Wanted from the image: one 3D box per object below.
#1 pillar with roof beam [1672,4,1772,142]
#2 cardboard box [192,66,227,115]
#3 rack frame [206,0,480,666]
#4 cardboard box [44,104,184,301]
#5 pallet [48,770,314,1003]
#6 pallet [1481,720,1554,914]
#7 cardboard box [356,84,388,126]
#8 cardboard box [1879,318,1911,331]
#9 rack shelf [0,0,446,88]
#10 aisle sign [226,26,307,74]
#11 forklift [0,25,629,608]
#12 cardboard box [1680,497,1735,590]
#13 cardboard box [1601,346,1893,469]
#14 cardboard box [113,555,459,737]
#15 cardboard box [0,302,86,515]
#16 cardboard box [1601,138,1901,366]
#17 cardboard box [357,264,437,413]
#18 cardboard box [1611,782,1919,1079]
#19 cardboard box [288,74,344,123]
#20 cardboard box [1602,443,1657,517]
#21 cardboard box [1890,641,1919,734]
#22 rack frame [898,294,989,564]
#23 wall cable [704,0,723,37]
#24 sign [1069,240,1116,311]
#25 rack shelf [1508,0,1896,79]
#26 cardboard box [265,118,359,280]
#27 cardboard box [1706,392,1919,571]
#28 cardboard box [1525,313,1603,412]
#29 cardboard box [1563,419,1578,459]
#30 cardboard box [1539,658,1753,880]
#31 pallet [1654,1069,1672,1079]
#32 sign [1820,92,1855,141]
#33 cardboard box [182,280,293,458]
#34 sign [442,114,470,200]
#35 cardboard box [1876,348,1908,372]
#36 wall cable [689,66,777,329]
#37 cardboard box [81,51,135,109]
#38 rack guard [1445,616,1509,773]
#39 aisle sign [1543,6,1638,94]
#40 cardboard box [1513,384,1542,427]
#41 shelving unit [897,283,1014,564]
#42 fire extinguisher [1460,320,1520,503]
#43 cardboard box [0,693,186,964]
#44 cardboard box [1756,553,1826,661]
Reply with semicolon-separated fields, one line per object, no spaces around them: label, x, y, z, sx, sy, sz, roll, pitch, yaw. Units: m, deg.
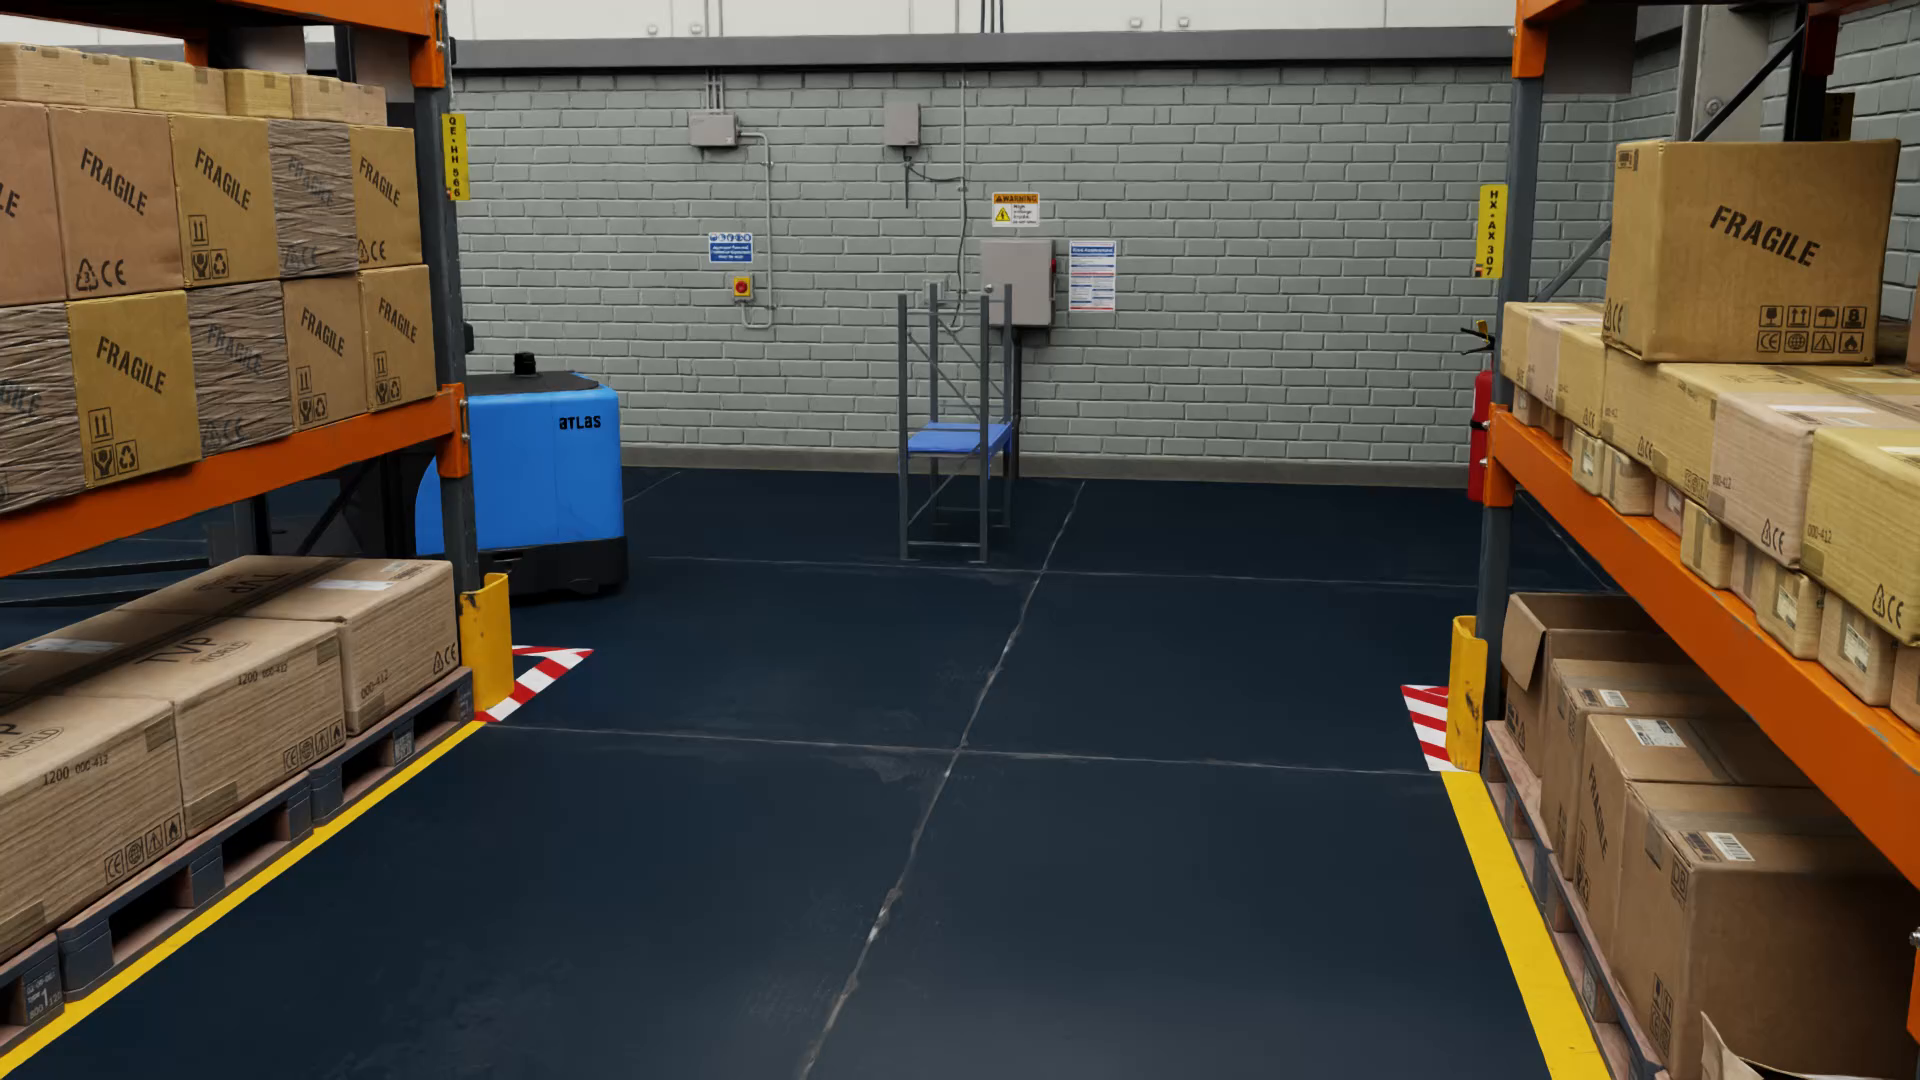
pillar with roof beam;-0.523;-4.259;8.395;9.100;9.000;0.400;2;12;9
cardboard box;-2.499;-1.375;5.102;0.380;0.149;0.250;2;12;8
rack frame;-2.480;-0.815;6.653;1.000;3.000;0.127;2;12;9
cardboard box;-2.529;-0.927;4.564;0.500;0.500;0.500;2;12;8
pallet;-2.716;0.971;4.988;1.003;0.211;1.213;2;12;9
pallet;2.292;0.891;5.361;1.003;0.211;1.213;2;12;9
cardboard box;-2.337;-1.588;6.092;0.380;0.149;0.250;2;12;9
cardboard box;2.536;-0.515;4.913;0.500;0.250;0.500;2;12;9
rack shelf;-2.788;-1.513;4.481;1.077;0.370;4.000;2;12;9
aisle sign;-2.756;-2.110;6.492;0.394;0.787;0.004;2;12;9
forklift;-3.293;-1.111;8.190;3.031;2.935;1.130;-6;13;-24
cardboard box;1.723;0.009;3.429;0.380;0.149;0.250;2;12;8
cardboard box;1.879;-0.323;4.023;0.500;0.250;0.500;2;12;7
cardboard box;-2.483;0.373;6.226;0.875;0.438;0.875;1;12;7
cardboard box;-2.600;-0.328;4.158;0.500;0.500;0.500;2;12;9
cardboard box;1.859;-0.695;3.969;0.500;0.500;0.500;2;12;10
cardboard box;-2.293;-0.754;6.137;0.500;0.500;0.500;2;12;9
cardboard box;1.908;0.879;3.730;0.700;0.500;0.500;1;12;7
cardboard box;-2.309;-1.478;5.581;0.380;0.149;0.250;2;12;8
cardboard box;1.836;-0.150;4.166;0.380;0.149;0.250;2;12;10
cardboard box;1.609;0.226;2.419;0.380;0.149;0.250;2;12;9
rack frame;-0.091;-0.610;9.262;0.500;1.500;0.032;2;12;9
wall cable;-1.884;-4.940;11.558;0.463;3.000;0.029;2;12;9
sign;0.937;-1.871;11.782;0.329;0.494;0.001;2;12;9
rack shelf;2.117;-1.353;3.738;1.077;0.370;4.000;2;12;9
cardboard box;-2.370;-1.134;5.527;0.500;0.500;0.500;2;12;9
cardboard box;1.710;-0.113;3.046;0.500;0.250;0.500;2;12;9
cardboard box;2.012;-0.536;5.010;0.500;0.250;0.500;2;12;9
cardboard box;2.004;-0.311;4.914;0.380;0.149;0.250;2;12;10
cardboard box;2.067;0.663;4.733;0.700;0.500;0.500;2;12;11
pallet;1.916;1.398;3.004;1.003;0.211;1.213;2;12;9
sign;2.970;-1.353;5.652;0.100;0.325;0.005;2;12;9
cardboard box;-2.454;-0.543;5.156;0.500;0.500;0.500;2;12;10
sign;-1.946;-1.476;6.411;0.100;0.325;0.005;2;12;9
cardboard box;2.375;-0.303;3.930;0.500;0.250;0.500;2;12;9
wall cable;-1.636;-2.501;11.993;0.585;1.953;0.123;2;12;9
cardboard box;-2.538;-1.267;4.601;0.380;0.149;0.250;2;12;10
rack guard;2.413;0.583;6.100;1.175;0.500;0.348;2;12;9
aisle sign;2.145;-1.949;5.747;0.394;0.787;0.004;2;12;9
cardboard box;2.103;-0.472;5.661;0.380;0.149;0.250;2;12;8
shelving unit;-0.013;-0.715;9.753;0.538;1.500;1.048;2;12;9
fire extinguisher;1.991;-0.480;6.169;0.296;0.674;0.183;2;12;9
cardboard box;-2.756;0.752;4.470;0.875;0.438;0.875;2;12;7
cardboard box;1.644;0.117;2.929;0.380;0.149;0.250;2;12;10
